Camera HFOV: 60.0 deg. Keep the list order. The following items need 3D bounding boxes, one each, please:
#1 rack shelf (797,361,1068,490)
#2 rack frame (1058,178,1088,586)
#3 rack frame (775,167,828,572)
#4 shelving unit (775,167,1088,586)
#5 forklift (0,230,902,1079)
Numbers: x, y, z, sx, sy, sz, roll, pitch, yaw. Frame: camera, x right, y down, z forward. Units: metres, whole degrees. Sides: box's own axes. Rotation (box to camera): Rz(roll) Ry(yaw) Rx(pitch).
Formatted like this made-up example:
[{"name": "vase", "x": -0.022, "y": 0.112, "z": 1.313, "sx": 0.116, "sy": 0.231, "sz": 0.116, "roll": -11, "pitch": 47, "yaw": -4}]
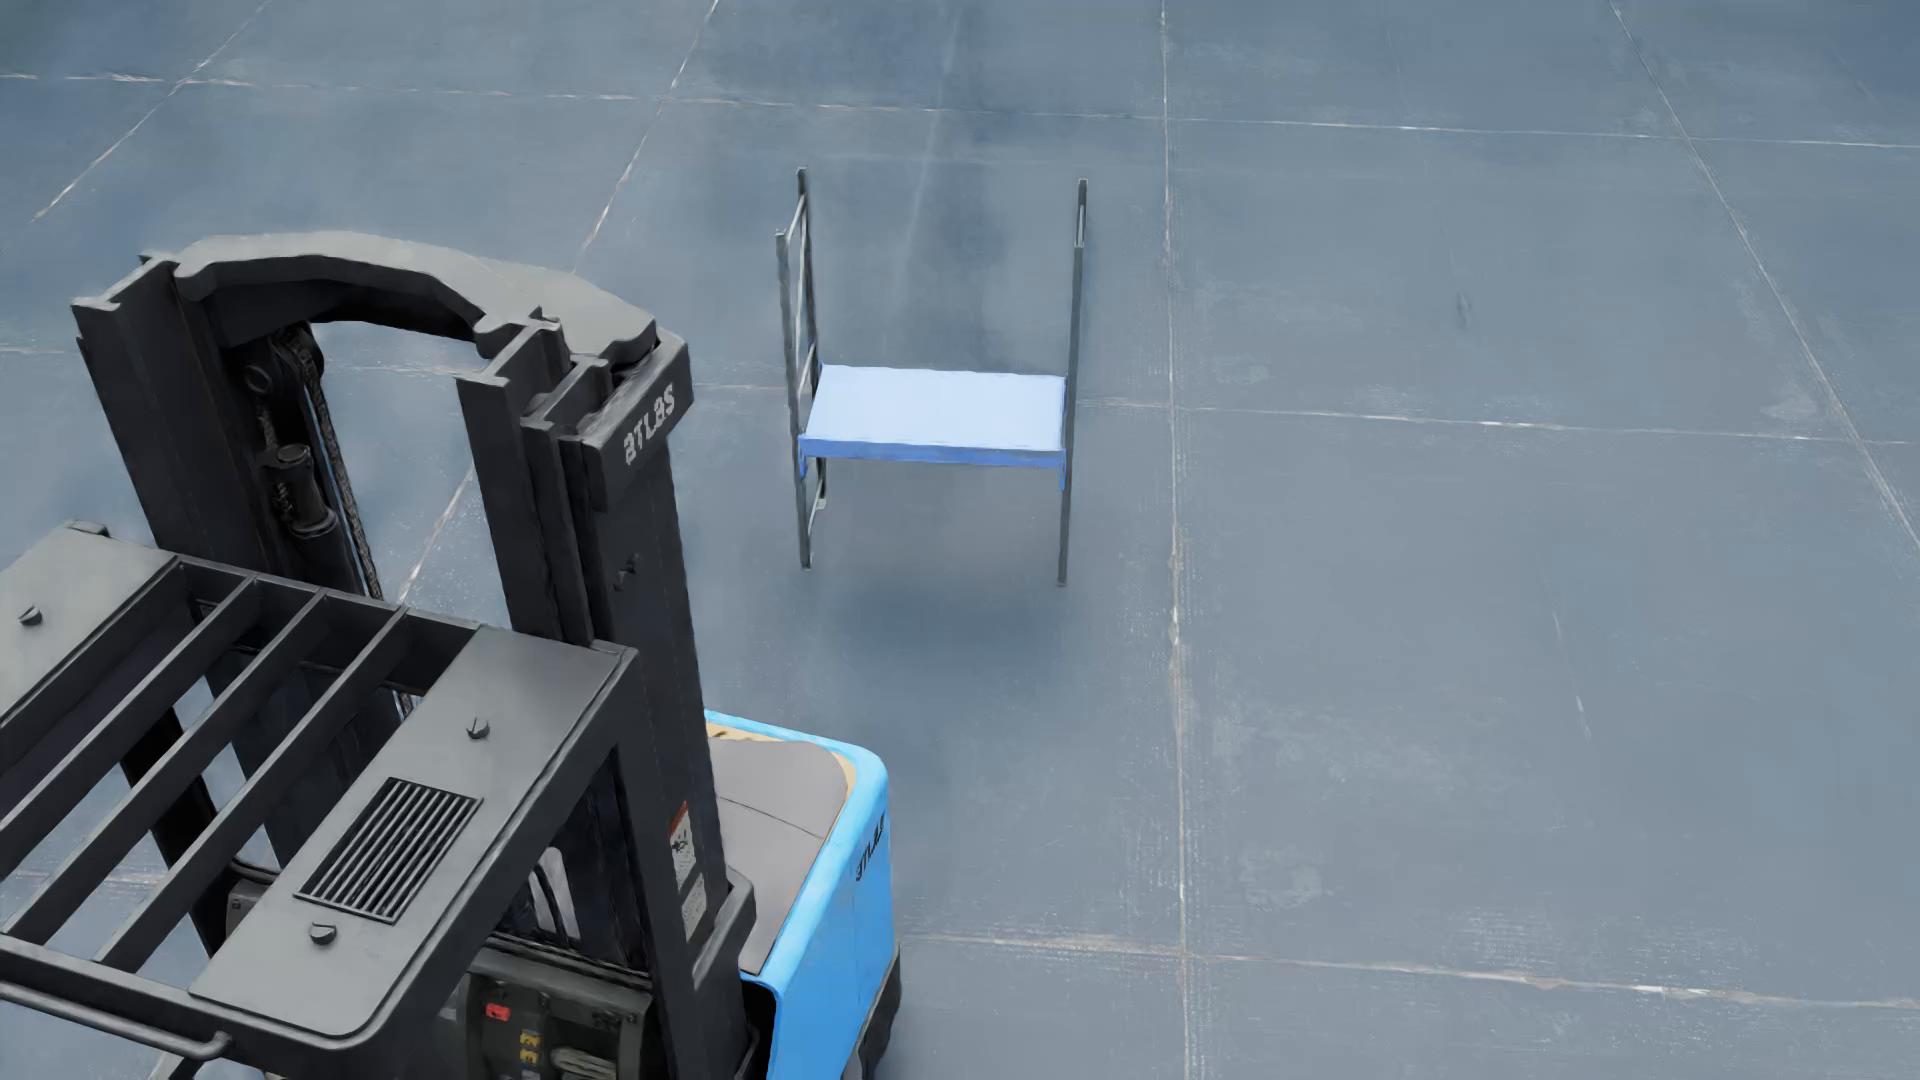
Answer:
[{"name": "rack shelf", "x": -0.085, "y": -0.447, "z": 6.396, "sx": 1.000, "sy": 0.185, "sz": 0.538, "roll": 3, "pitch": 39, "yaw": 4}, {"name": "rack frame", "x": 0.421, "y": -0.559, "z": 6.248, "sx": 0.032, "sy": 1.500, "sz": 0.500, "roll": 3, "pitch": 39, "yaw": 4}, {"name": "rack frame", "x": -0.591, "y": -0.614, "z": 6.316, "sx": 0.032, "sy": 1.500, "sz": 0.500, "roll": 3, "pitch": 39, "yaw": 4}, {"name": "shelving unit", "x": -0.085, "y": -0.586, "z": 6.282, "sx": 1.048, "sy": 1.500, "sz": 0.538, "roll": 3, "pitch": 39, "yaw": 4}, {"name": "forklift", "x": -1.110, "y": 1.045, "z": 3.144, "sx": 1.130, "sy": 2.935, "sz": 3.031, "roll": 11, "pitch": 41, "yaw": 14}]
